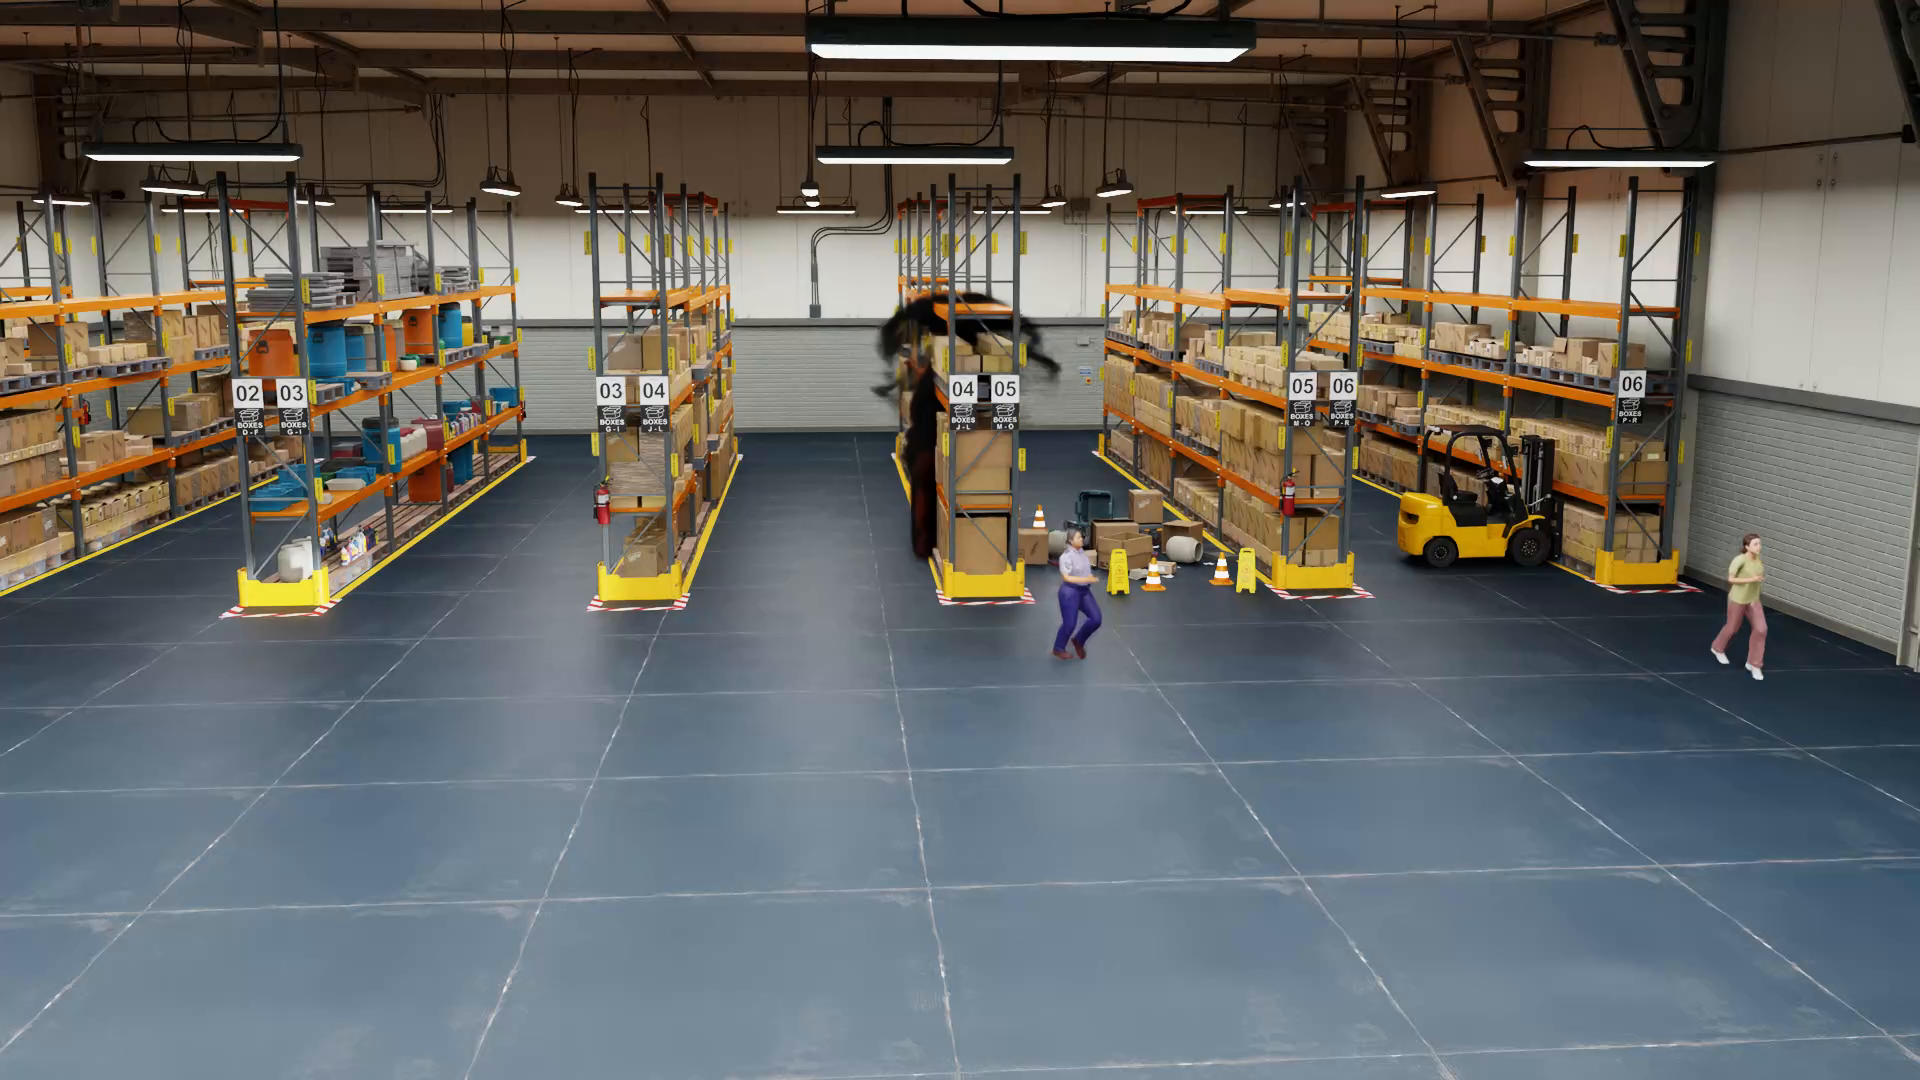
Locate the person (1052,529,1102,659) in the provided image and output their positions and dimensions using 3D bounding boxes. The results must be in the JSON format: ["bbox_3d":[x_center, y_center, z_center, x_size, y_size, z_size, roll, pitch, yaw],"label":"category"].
[{"bbox_3d":[1.423,0.676,20.199,0.643,1.617,0.579,9,13,40],"label":"person"}]

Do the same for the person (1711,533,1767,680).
[{"bbox_3d":[9.230,0.760,19.685,0.563,1.738,0.838,-2,10,-13],"label":"person"}]
